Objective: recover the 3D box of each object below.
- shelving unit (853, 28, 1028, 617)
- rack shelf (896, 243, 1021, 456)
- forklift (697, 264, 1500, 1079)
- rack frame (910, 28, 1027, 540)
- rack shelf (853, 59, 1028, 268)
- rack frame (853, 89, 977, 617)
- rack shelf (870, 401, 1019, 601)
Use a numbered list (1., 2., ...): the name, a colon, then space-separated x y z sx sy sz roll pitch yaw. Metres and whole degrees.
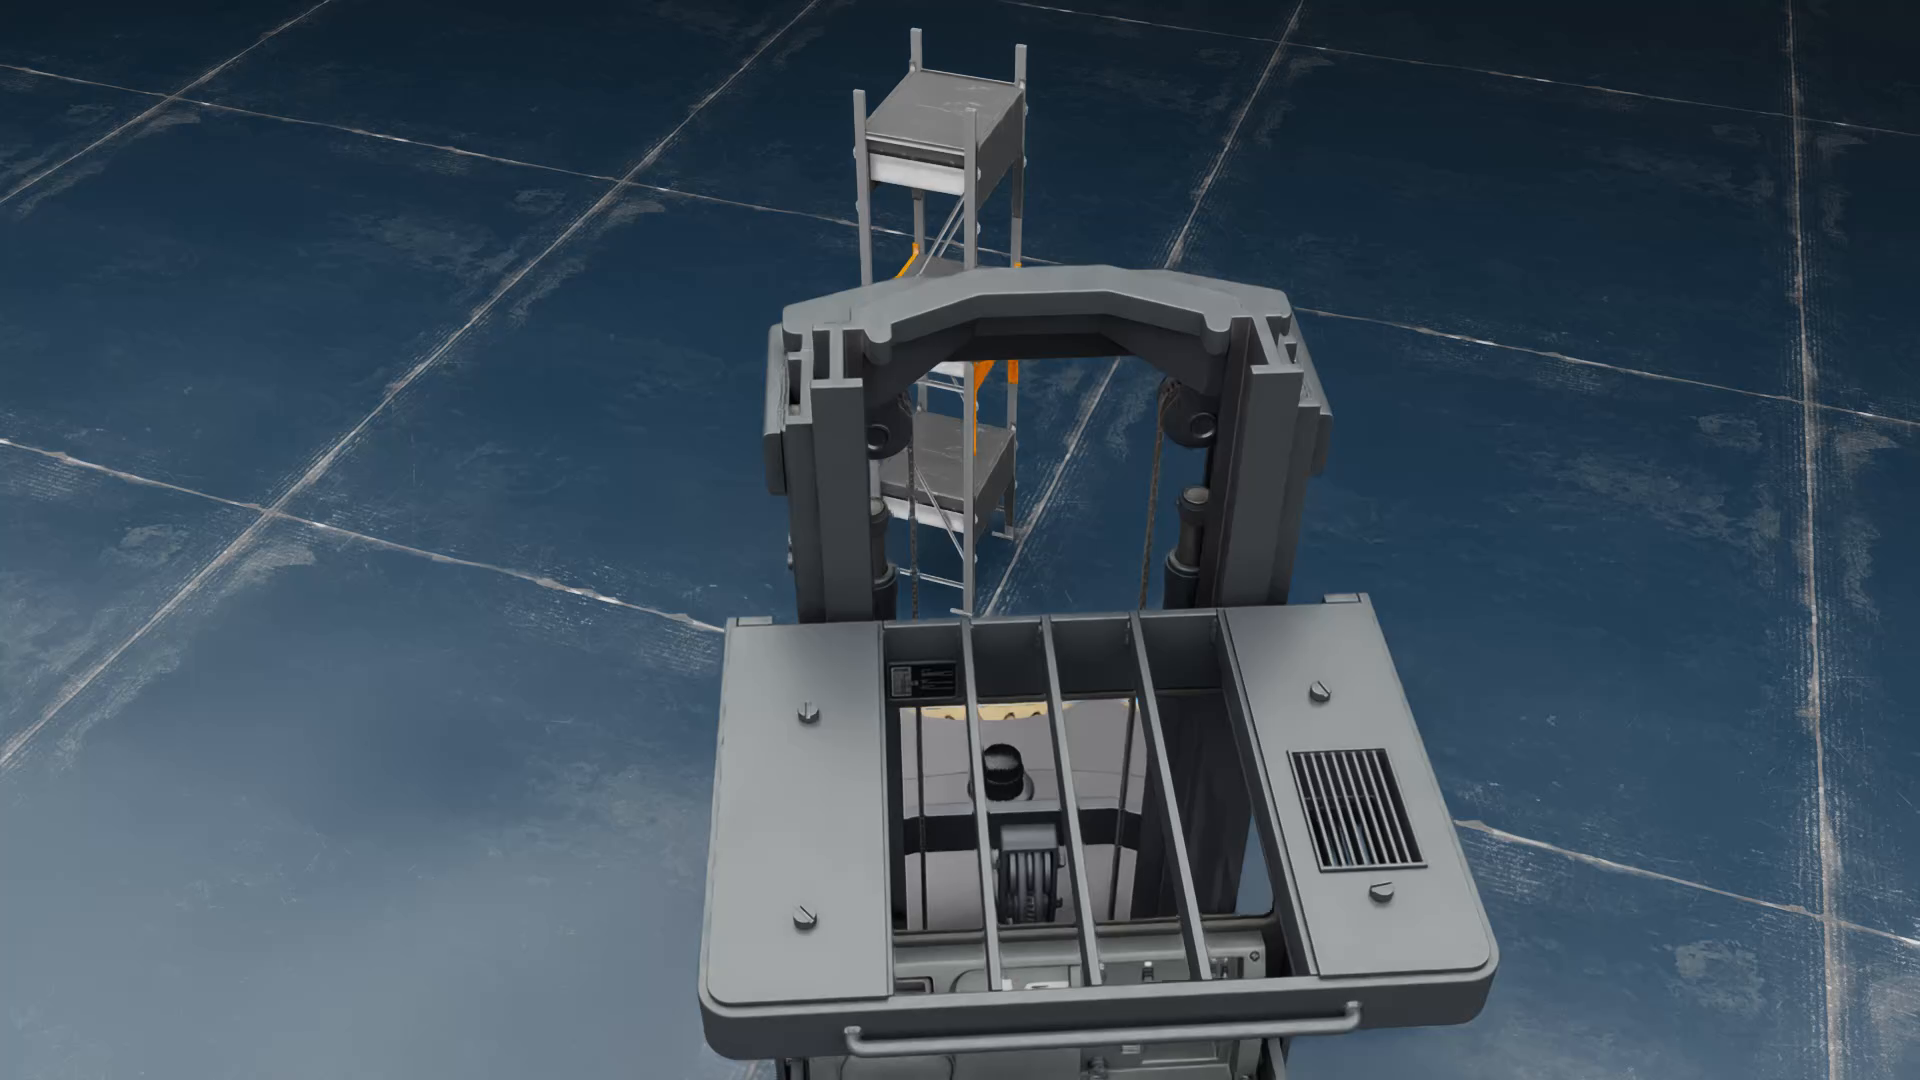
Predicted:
1. shelving unit: -0.057 -0.698 5.950 0.431 2.100 0.503 13 42 15
2. rack shelf: -0.057 -0.687 5.959 0.431 0.518 0.480 13 42 15
3. forklift: 0.169 1.087 3.217 1.130 2.935 3.031 -2 41 -2
4. rack frame: 0.027 -0.847 6.125 0.400 2.100 0.015 13 42 15
5. rack shelf: -0.057 -1.220 5.505 0.431 0.518 0.480 13 42 15
6. rack frame: -0.140 -0.549 5.776 0.400 2.100 0.015 13 42 15
7. rack shelf: -0.057 -0.155 6.413 0.431 0.518 0.480 13 42 15
